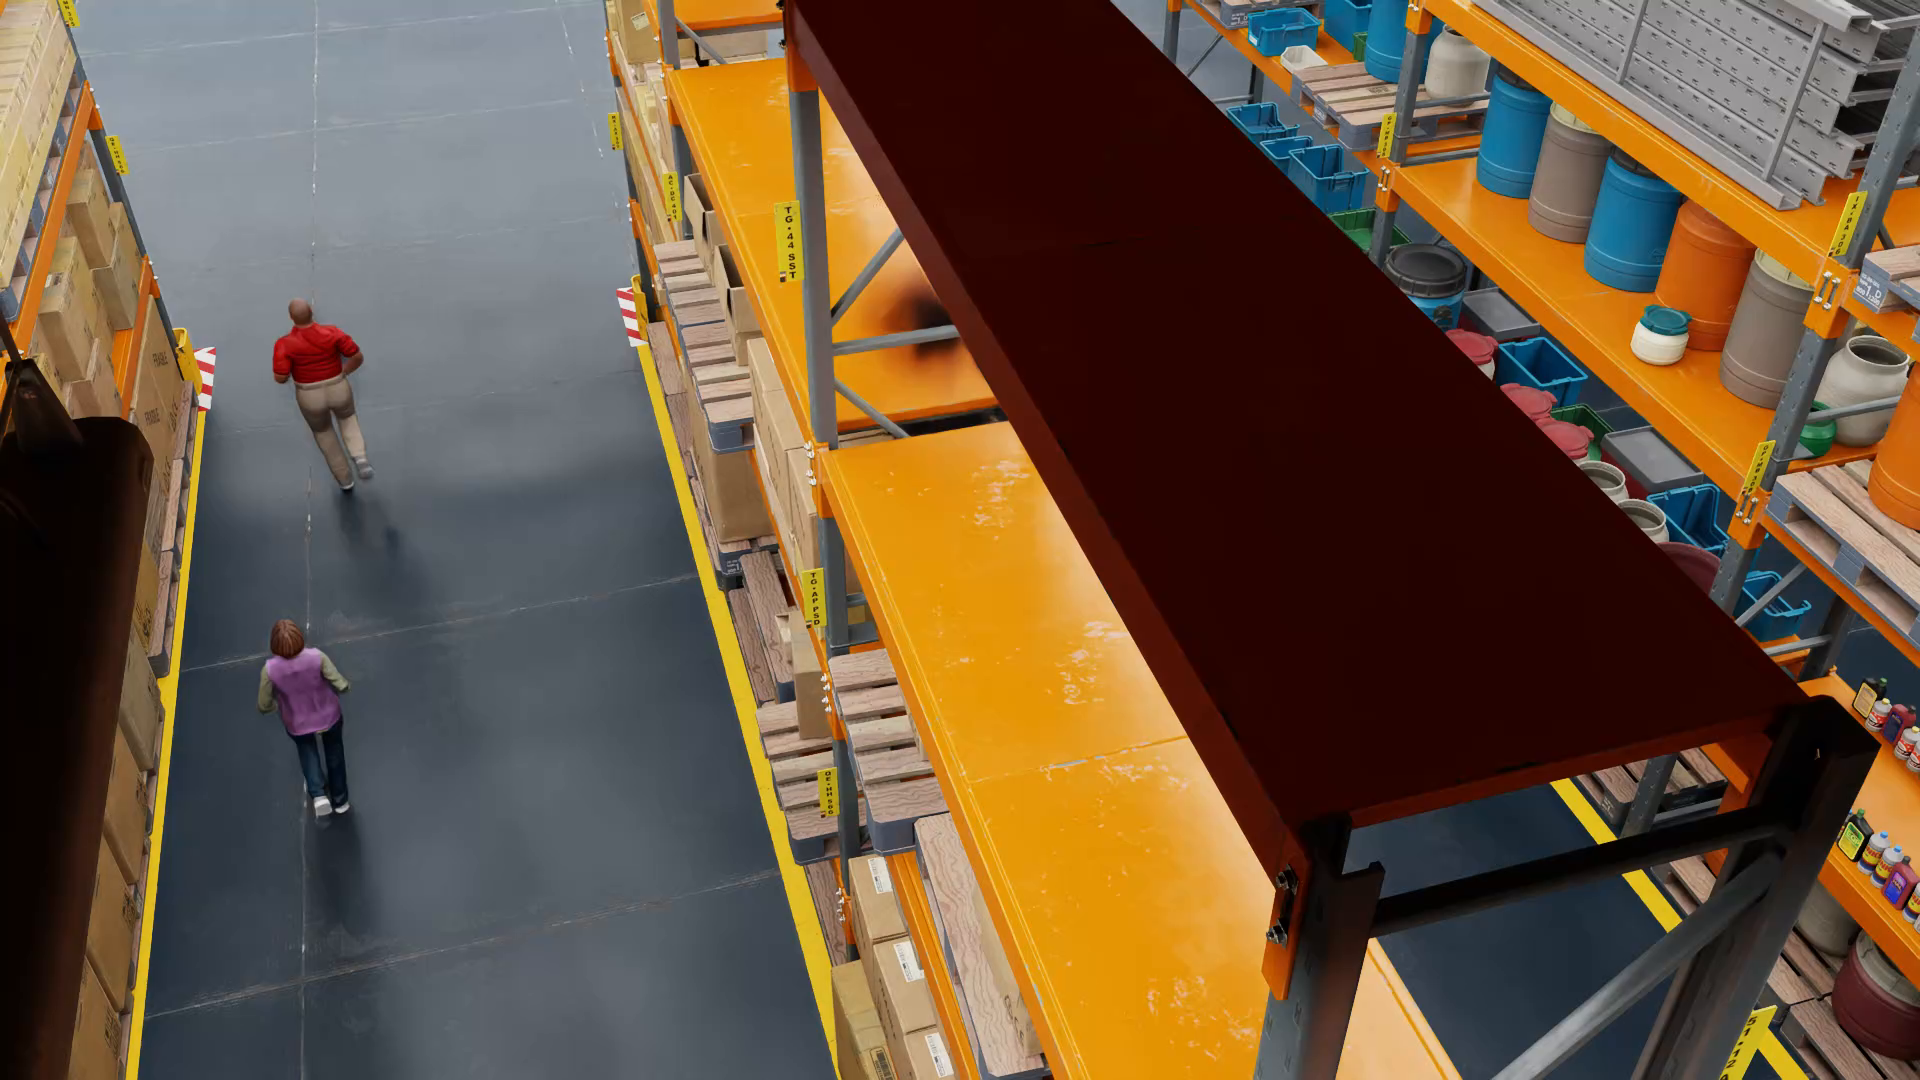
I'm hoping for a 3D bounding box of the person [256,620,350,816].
[{"bbox_3d":[-3.974,1.090,10.210,0.532,1.537,0.559,-14,40,-16],"label":"person"}]

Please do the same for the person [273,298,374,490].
[{"bbox_3d":[-4.957,-1.174,12.947,0.656,1.676,0.610,-20,42,-23],"label":"person"}]
